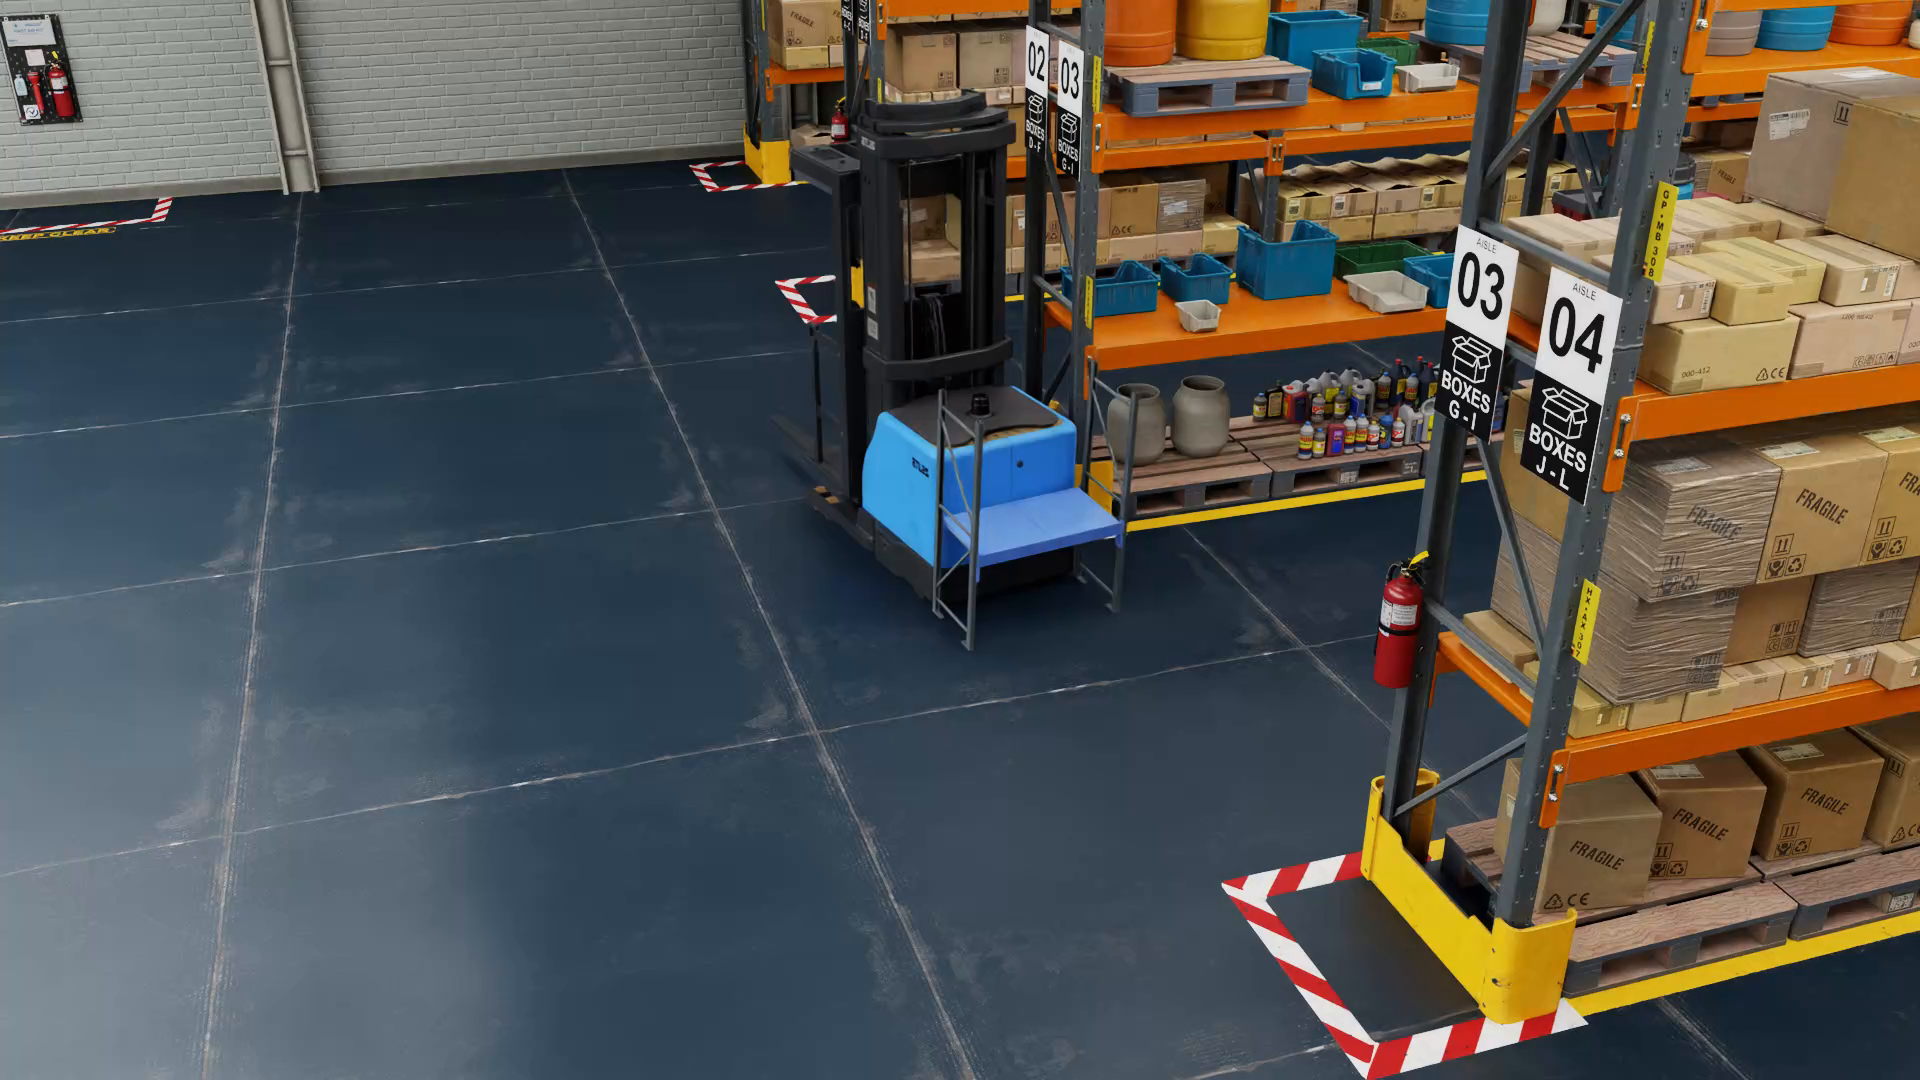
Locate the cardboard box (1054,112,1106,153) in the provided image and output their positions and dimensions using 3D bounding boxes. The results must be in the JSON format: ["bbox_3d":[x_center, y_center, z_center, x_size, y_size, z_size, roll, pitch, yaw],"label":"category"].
[{"bbox_3d":[1.044,-4.039,15.894,0.500,0.500,0.700,-7,27,-15],"label":"cardboard box"}]

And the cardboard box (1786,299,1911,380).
[{"bbox_3d":[3.216,-0.839,6.356,0.500,0.250,0.500,-9,28,-17],"label":"cardboard box"}]

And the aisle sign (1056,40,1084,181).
[{"bbox_3d":[0.678,-2.657,10.299,0.004,0.787,0.394,-8,28,-16],"label":"aisle sign"}]

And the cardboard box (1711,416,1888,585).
[{"bbox_3d":[3.274,-0.184,6.671,0.500,0.500,0.500,-8,28,-16],"label":"cardboard box"}]

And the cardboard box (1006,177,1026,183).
[{"bbox_3d":[0.489,-3.357,16.410,0.500,0.500,0.500,-8,28,-16],"label":"cardboard box"}]

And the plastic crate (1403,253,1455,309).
[{"bbox_3d":[3.491,-1.843,11.751,0.616,0.251,0.499,-8,28,-16],"label":"plastic crate"}]

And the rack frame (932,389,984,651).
[{"bbox_3d":[-0.020,-0.103,9.726,0.032,1.500,0.500,-13,33,-24],"label":"rack frame"}]

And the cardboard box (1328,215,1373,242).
[{"bbox_3d":[3.875,-3.249,17.035,0.500,0.250,0.500,-8,27,-15],"label":"cardboard box"}]

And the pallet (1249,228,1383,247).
[{"bbox_3d":[3.617,-3.141,17.333,1.213,0.211,1.003,-8,28,-16],"label":"pallet"}]

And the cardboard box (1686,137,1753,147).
[{"bbox_3d":[8.538,-4.274,18.797,0.500,0.500,0.500,-9,28,-18],"label":"cardboard box"}]

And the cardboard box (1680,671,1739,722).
[{"bbox_3d":[3.020,0.588,6.970,0.250,0.149,0.380,-8,28,-16],"label":"cardboard box"}]

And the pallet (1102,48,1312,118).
[{"bbox_3d":[1.472,-2.958,10.668,1.213,0.211,1.003,-8,28,-16],"label":"pallet"}]

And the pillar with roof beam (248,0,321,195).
[{"bbox_3d":[-6.387,-6.318,13.850,0.400,9.000,9.100,-8,28,-16],"label":"pillar with roof beam"}]

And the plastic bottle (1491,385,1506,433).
[{"bbox_3d":[3.936,-0.977,12.323,0.185,0.351,0.144,-9,28,-17],"label":"plastic bottle"}]

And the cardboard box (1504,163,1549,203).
[{"bbox_3d":[5.818,-3.780,17.474,0.500,0.311,0.500,-9,28,-17],"label":"cardboard box"}]

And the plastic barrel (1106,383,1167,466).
[{"bbox_3d":[1.258,-0.823,11.854,0.421,0.512,0.421,0,26,0],"label":"plastic barrel"}]

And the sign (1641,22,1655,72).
[{"bbox_3d":[4.619,-3.290,11.115,0.005,0.325,0.100,-8,28,-16],"label":"sign"}]

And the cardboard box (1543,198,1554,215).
[{"bbox_3d":[6.307,-3.604,17.750,0.500,0.250,0.500,-8,27,-15],"label":"cardboard box"}]

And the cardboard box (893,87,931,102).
[{"bbox_3d":[-0.435,-4.019,15.125,0.250,0.149,0.380,-8,28,-16],"label":"cardboard box"}]

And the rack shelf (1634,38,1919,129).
[{"bbox_3d":[6.360,-3.474,12.304,4.000,0.370,1.077,-8,28,-16],"label":"rack shelf"}]

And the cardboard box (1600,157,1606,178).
[{"bbox_3d":[7.253,-3.842,17.926,0.500,0.500,0.500,-7,27,-14],"label":"cardboard box"}]

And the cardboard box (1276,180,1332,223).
[{"bbox_3d":[3.399,-3.431,16.771,0.500,0.311,0.500,-8,28,-16],"label":"cardboard box"}]

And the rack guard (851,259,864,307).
[{"bbox_3d":[-0.898,-2.598,15.915,0.348,0.500,1.175,-8,28,-16],"label":"rack guard"}]

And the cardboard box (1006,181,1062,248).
[{"bbox_3d":[0.650,-3.137,15.967,0.500,0.500,0.500,-8,28,-16],"label":"cardboard box"}]

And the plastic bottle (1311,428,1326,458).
[{"bbox_3d":[2.574,-0.702,11.937,0.097,0.201,0.097,0,26,0],"label":"plastic bottle"}]

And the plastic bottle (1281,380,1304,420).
[{"bbox_3d":[2.514,-1.065,12.584,0.135,0.276,0.152,-8,28,-16],"label":"plastic bottle"}]

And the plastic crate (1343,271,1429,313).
[{"bbox_3d":[2.993,-1.728,11.649,0.437,0.136,0.530,-8,28,-16],"label":"plastic crate"}]

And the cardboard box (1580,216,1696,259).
[{"bbox_3d":[2.640,-1.143,6.521,0.250,0.149,0.380,-9,28,-18],"label":"cardboard box"}]

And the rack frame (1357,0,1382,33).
[{"bbox_3d":[5.194,-6.917,21.803,0.127,3.000,1.000,-8,28,-16],"label":"rack frame"}]

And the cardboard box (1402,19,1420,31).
[{"bbox_3d":[5.821,-6.791,21.811,0.250,0.149,0.380,-8,27,-15],"label":"cardboard box"}]

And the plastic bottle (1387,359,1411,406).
[{"bbox_3d":[3.383,-1.226,12.824,0.185,0.351,0.144,-9,28,-18],"label":"plastic bottle"}]

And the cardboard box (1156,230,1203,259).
[{"bbox_3d":[2.077,-3.007,16.549,0.500,0.250,0.500,-8,28,-16],"label":"cardboard box"}]

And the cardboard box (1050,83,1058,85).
[{"bbox_3d":[0.789,-4.197,15.484,0.250,0.149,0.380,-9,28,-17],"label":"cardboard box"}]

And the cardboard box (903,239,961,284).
[{"bbox_3d":[-0.296,-2.657,15.844,0.500,0.250,0.500,-8,28,-16],"label":"cardboard box"}]

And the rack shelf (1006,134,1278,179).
[{"bbox_3d":[1.027,-3.674,16.081,4.000,0.370,1.077,-8,28,-16],"label":"rack shelf"}]

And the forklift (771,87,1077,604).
[{"bbox_3d":[-0.415,-1.538,11.046,1.130,2.935,3.031,-14,30,-26],"label":"forklift"}]

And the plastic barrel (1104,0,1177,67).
[{"bbox_3d":[1.078,-3.471,10.534,0.708,0.830,0.600,-8,28,-16],"label":"plastic barrel"}]

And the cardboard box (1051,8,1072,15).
[{"bbox_3d":[1.037,-6.448,20.161,0.500,0.500,0.500,-8,28,-16],"label":"cardboard box"}]

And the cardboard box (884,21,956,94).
[{"bbox_3d":[-0.377,-4.413,15.189,0.500,0.500,0.700,-8,28,-16],"label":"cardboard box"}]

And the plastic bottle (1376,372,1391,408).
[{"bbox_3d":[3.255,-1.154,12.769,0.097,0.271,0.097,0,26,0],"label":"plastic bottle"}]

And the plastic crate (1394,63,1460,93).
[{"bbox_3d":[3.058,-3.010,10.858,0.396,0.136,0.243,-8,28,-16],"label":"plastic crate"}]

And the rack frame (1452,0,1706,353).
[{"bbox_3d":[2.189,-2.219,5.594,0.127,3.000,1.000,-8,28,-16],"label":"rack frame"}]

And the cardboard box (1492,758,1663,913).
[{"bbox_3d":[2.788,1.321,7.550,0.500,0.500,0.500,-3,27,-7],"label":"cardboard box"}]

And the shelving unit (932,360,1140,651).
[{"bbox_3d":[0.432,-0.206,9.934,1.048,1.500,0.538,-13,33,-24],"label":"shelving unit"}]

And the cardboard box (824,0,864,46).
[{"bbox_3d":[-1.393,-6.095,19.451,0.500,0.500,0.500,-8,28,-16],"label":"cardboard box"}]

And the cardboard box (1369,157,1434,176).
[{"bbox_3d":[4.672,-3.866,17.648,0.500,0.311,0.500,-9,28,-17],"label":"cardboard box"}]

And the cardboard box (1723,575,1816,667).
[{"bbox_3d":[3.159,0.106,7.210,0.500,0.500,0.875,-8,28,-16],"label":"cardboard box"}]

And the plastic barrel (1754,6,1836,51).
[{"bbox_3d":[6.119,-4.087,12.166,0.708,0.901,0.600,-8,28,-16],"label":"plastic barrel"}]

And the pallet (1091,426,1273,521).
[{"bbox_3d":[1.487,-0.517,12.049,1.213,0.211,1.003,-8,28,-16],"label":"pallet"}]

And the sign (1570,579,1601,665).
[{"bbox_3d":[2.357,0.310,6.274,0.005,0.325,0.100,-8,28,-16],"label":"sign"}]

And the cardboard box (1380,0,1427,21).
[{"bbox_3d":[5.735,-7.062,21.627,0.500,0.500,0.500,-7,27,-15],"label":"cardboard box"}]

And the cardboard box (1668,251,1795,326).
[{"bbox_3d":[2.799,-0.922,6.075,0.250,0.149,0.380,-8,27,-15],"label":"cardboard box"}]

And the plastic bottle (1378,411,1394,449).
[{"bbox_3d":[3.090,-0.808,12.072,0.097,0.271,0.097,0,26,0],"label":"plastic bottle"}]

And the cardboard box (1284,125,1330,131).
[{"bbox_3d":[3.383,-4.291,16.683,0.500,0.250,0.500,-7,27,-13],"label":"cardboard box"}]

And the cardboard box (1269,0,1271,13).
[{"bbox_3d":[3.573,-6.908,21.180,0.500,0.500,0.700,-8,28,-16],"label":"cardboard box"}]

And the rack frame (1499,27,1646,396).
[{"bbox_3d":[4.459,-2.177,12.256,0.127,3.000,1.000,-8,28,-16],"label":"rack frame"}]
